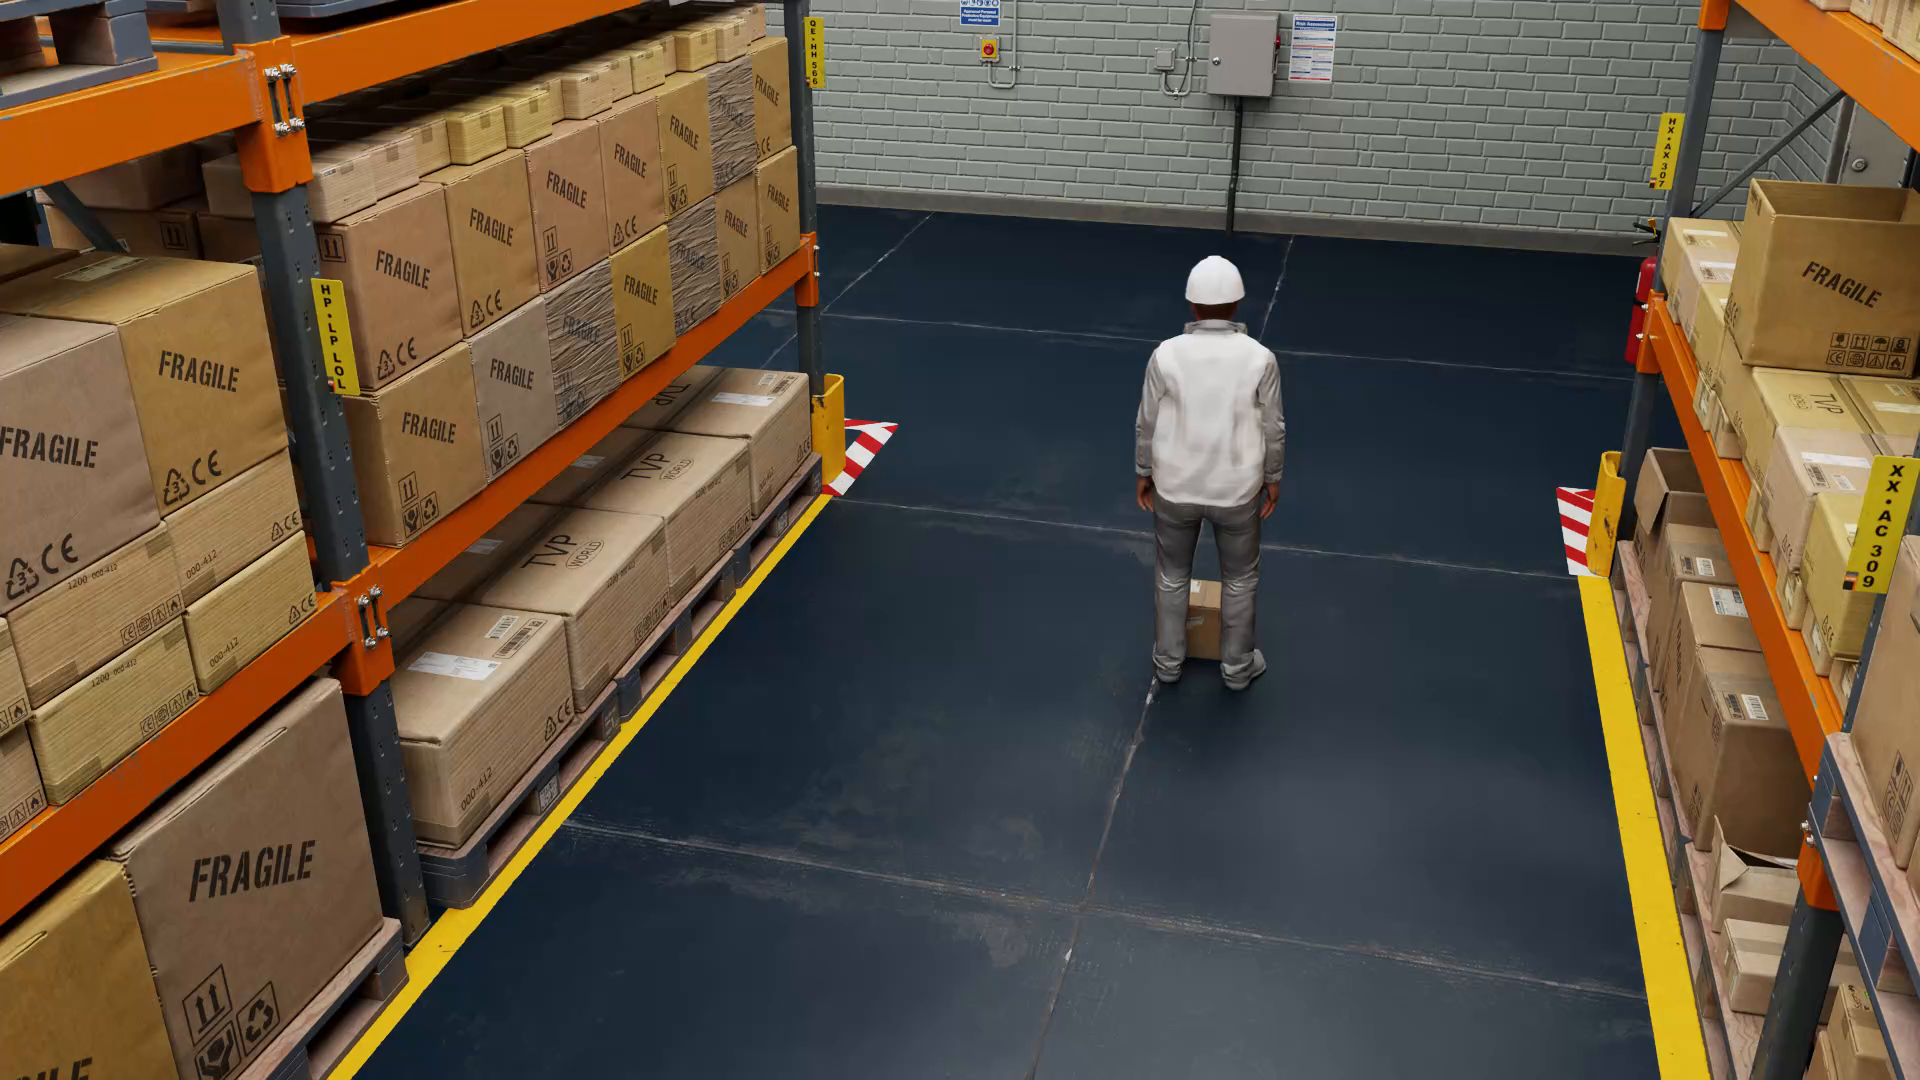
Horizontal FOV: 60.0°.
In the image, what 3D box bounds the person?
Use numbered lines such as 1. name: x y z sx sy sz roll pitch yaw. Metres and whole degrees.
1. person: 0.981 -0.239 6.587 0.586 1.770 0.463 5 26 10
